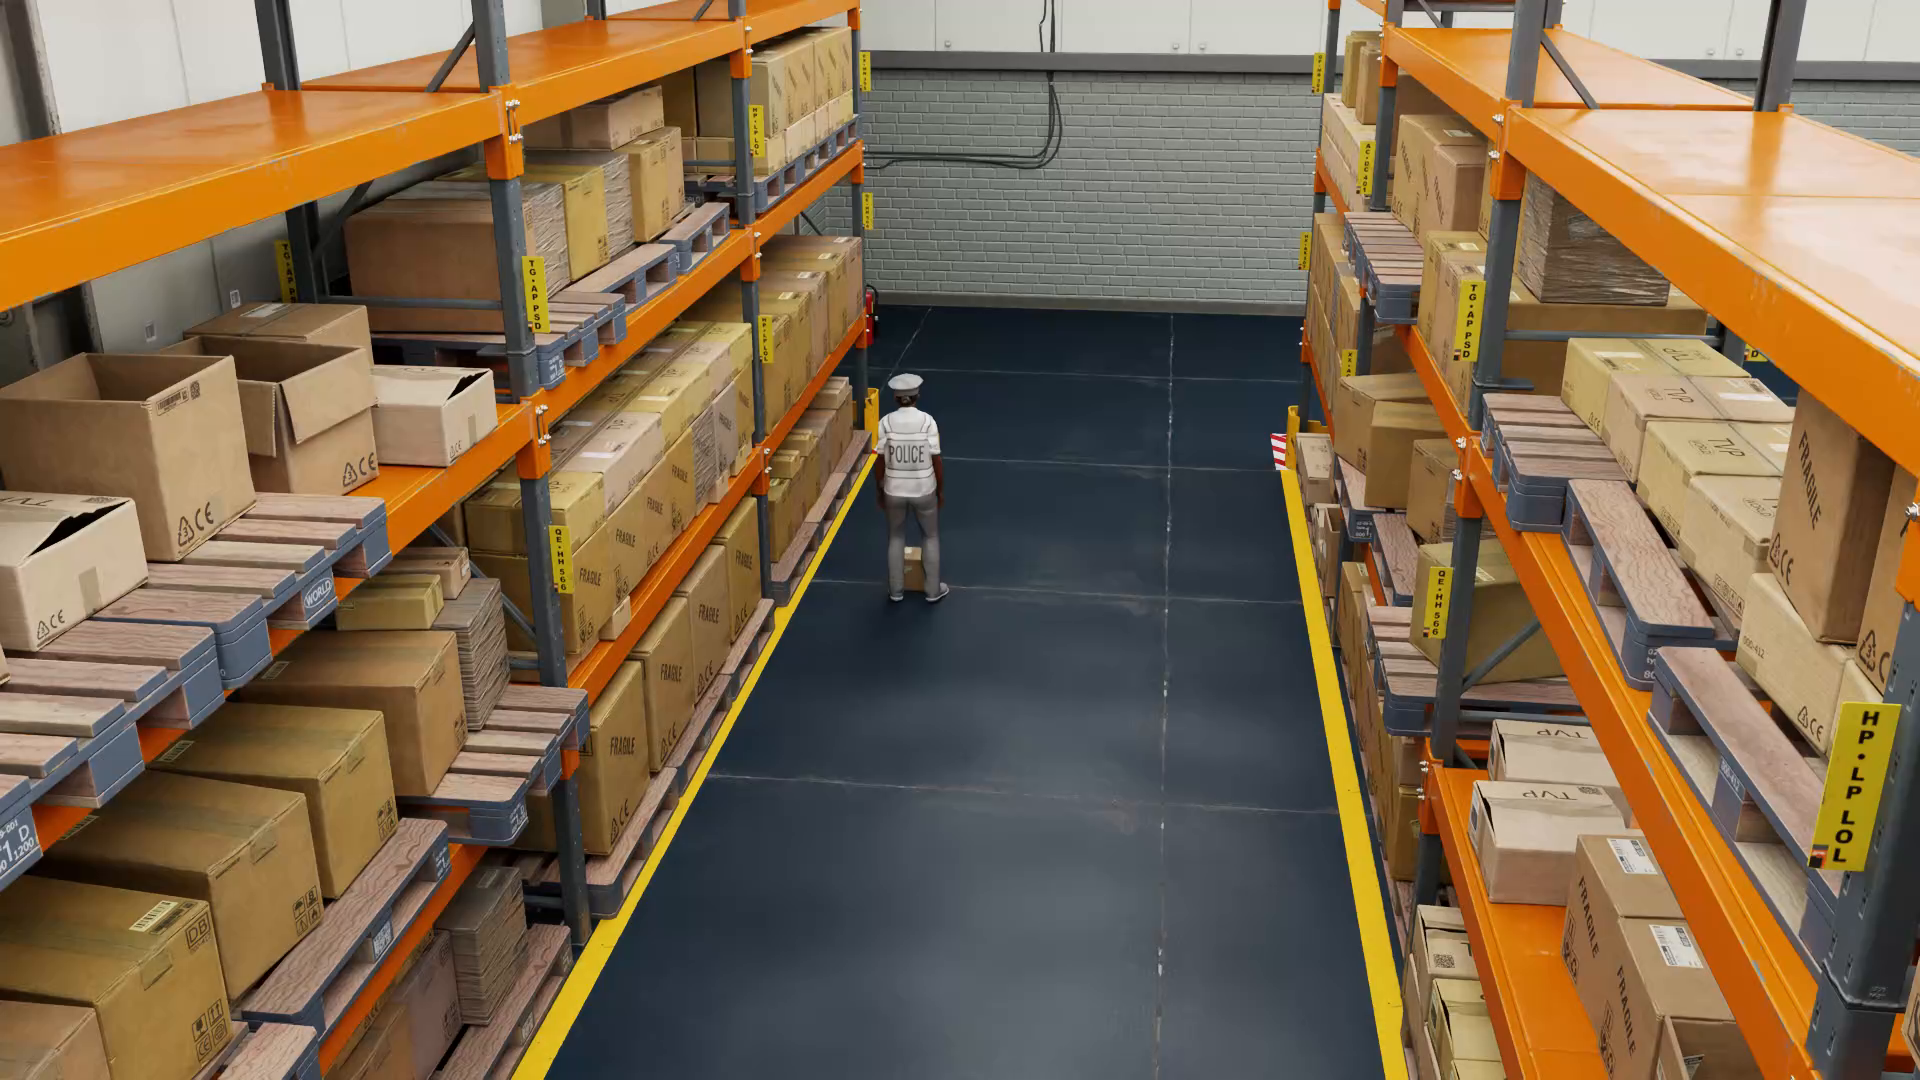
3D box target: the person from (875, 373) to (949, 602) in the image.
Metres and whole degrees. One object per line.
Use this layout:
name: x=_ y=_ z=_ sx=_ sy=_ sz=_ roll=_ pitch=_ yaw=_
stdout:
person: x=-0.350 y=-0.351 z=11.990 sx=0.519 sy=1.656 sz=0.397 roll=1 pitch=21 yaw=4
